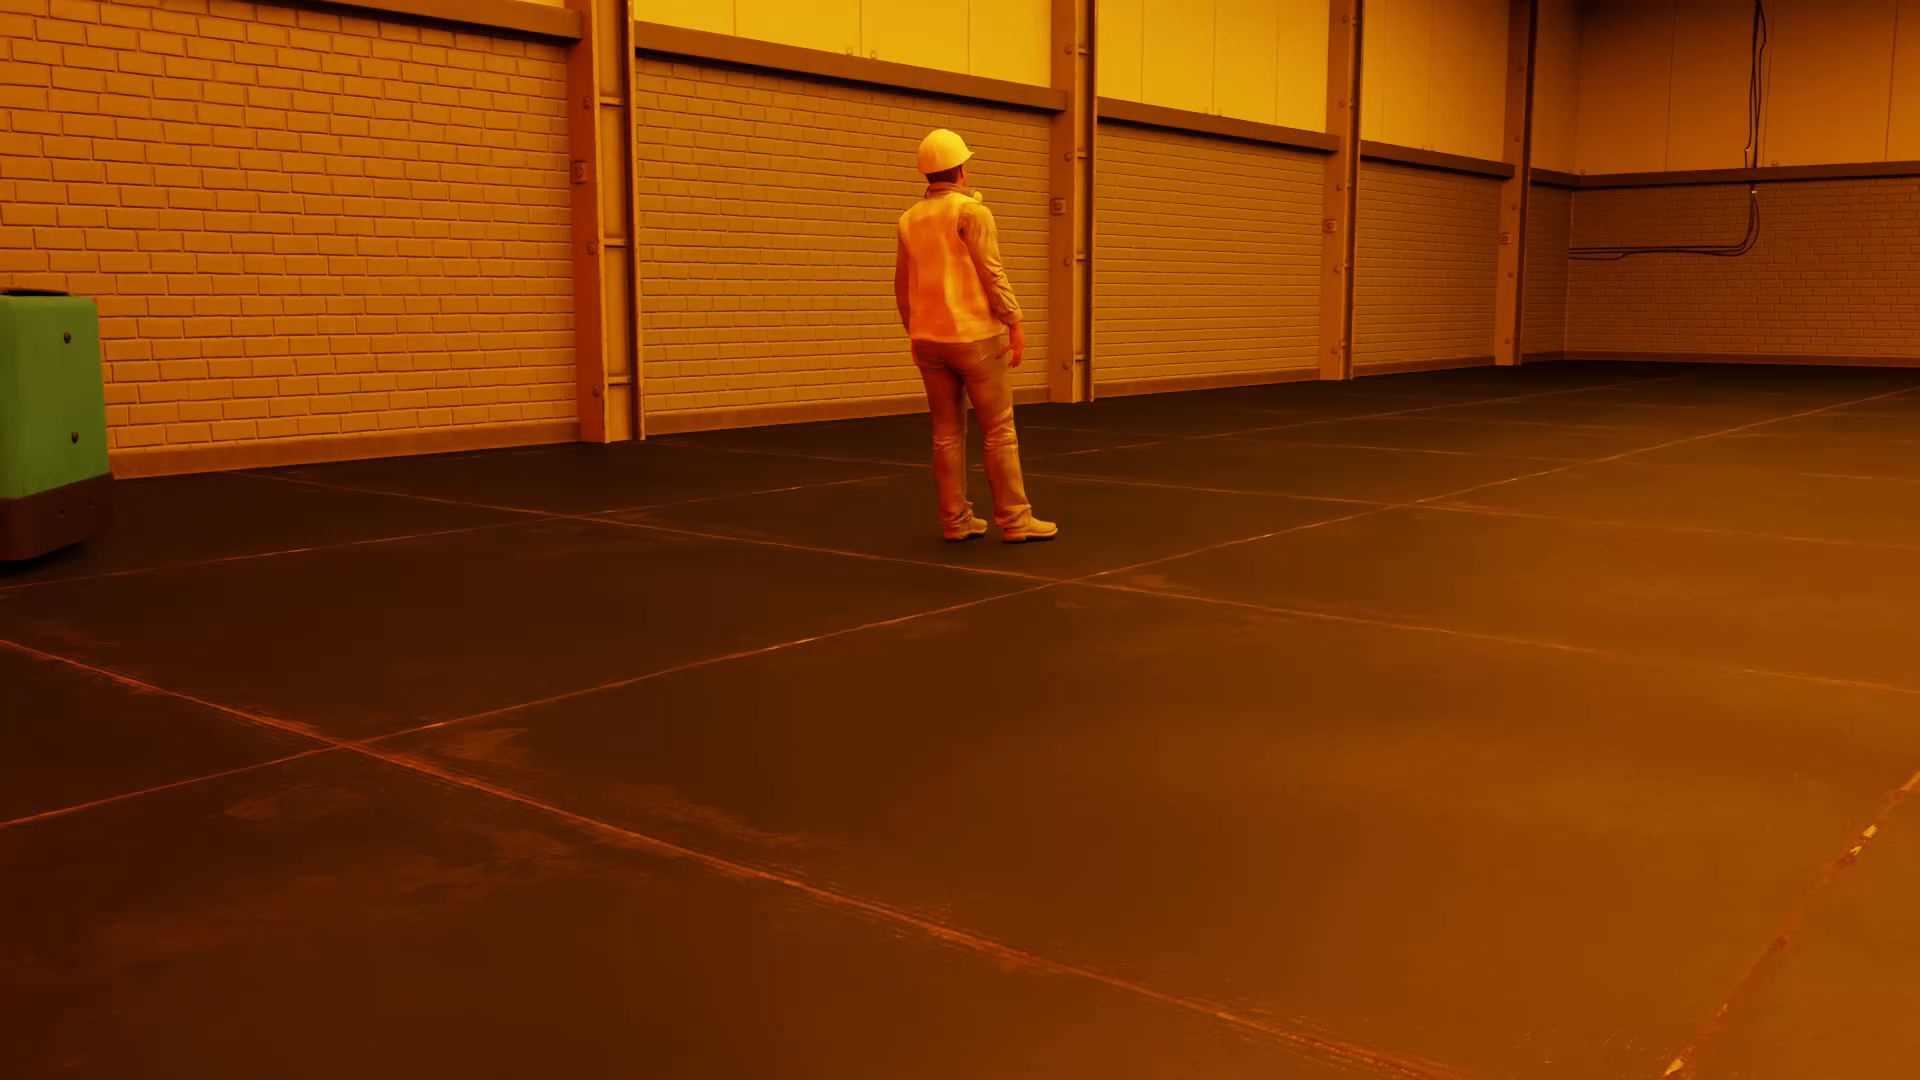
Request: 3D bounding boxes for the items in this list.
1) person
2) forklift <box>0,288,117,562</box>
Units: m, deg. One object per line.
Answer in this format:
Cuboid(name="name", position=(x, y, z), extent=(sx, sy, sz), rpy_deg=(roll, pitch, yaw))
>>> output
Cuboid(name="person", position=(0.045, -0.892, 7.319), extent=(0.634, 1.775, 0.566), rpy_deg=(7, 11, 38))
Cuboid(name="forklift", position=(-5.136, -1.343, 6.461), extent=(3.031, 2.935, 1.130), rpy_deg=(-1, 8, -8))
